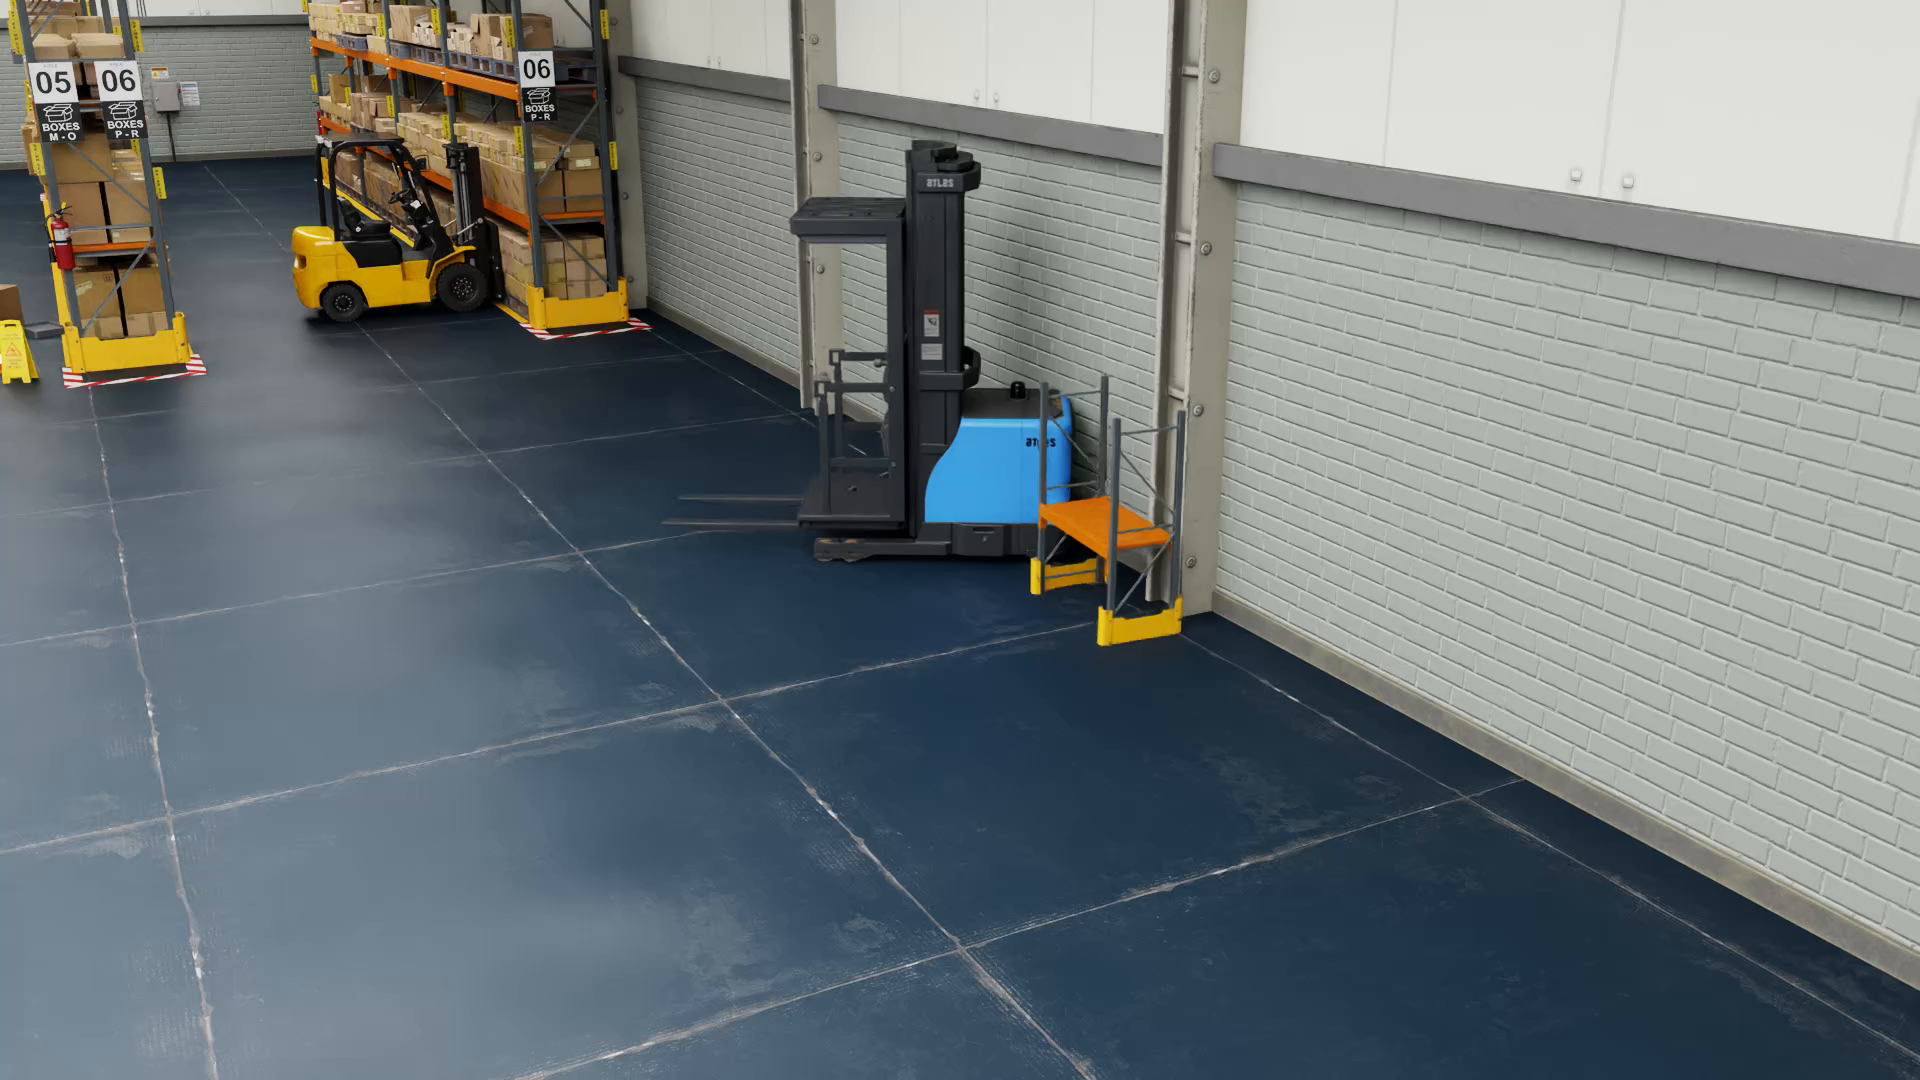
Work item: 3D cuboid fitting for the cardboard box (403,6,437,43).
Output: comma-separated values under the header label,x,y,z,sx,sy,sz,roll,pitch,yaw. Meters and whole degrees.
label,x,y,z,sx,sy,sz,roll,pitch,yaw
cardboard box,-7.845,-7.554,24.375,0.500,0.500,0.500,-9,21,-25

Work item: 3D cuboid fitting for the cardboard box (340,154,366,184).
label,x,y,z,sx,sy,sz,roll,pitch,yaw
cardboard box,-11.514,-7.085,31.754,0.500,0.500,0.500,-10,21,-26

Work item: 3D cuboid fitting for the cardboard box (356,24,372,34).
label,x,y,z,sx,sy,sz,roll,pitch,yaw
cardboard box,-9.812,-8.489,27.625,0.380,0.149,0.250,-9,21,-25

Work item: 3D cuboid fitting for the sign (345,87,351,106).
label,x,y,z,sx,sy,sz,roll,pitch,yaw
sign,-10.831,-7.852,29.461,0.100,0.325,0.005,-10,21,-27

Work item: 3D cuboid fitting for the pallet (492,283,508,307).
label,x,y,z,sx,sy,sz,roll,pitch,yaw
pallet,-5.634,-3.329,21.955,1.003,0.211,1.213,-10,21,-27

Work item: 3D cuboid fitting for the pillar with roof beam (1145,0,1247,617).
label,x,y,z,sx,sy,sz,roll,pitch,yaw
pillar with roof beam,-2.286,-3.148,7.959,9.100,9.000,0.400,-10,21,-27

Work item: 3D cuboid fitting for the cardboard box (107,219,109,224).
label,x,y,z,sx,sy,sz,roll,pitch,yaw
cardboard box,-9.602,-3.700,19.140,0.380,0.149,0.250,-9,21,-25

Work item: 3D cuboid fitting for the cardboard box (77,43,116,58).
label,x,y,z,sx,sy,sz,roll,pitch,yaw
cardboard box,-9.148,-5.194,17.649,0.380,0.149,0.250,-10,21,-27

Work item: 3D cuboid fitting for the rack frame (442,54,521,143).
label,x,y,z,sx,sy,sz,roll,pitch,yaw
rack frame,-6.558,-5.232,23.197,1.000,3.000,0.127,-10,21,-27

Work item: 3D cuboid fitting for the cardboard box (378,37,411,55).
label,x,y,z,sx,sy,sz,roll,pitch,yaw
cardboard box,-8.915,-7.838,26.378,0.500,0.250,0.500,-11,22,-28

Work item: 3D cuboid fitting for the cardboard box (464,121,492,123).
label,x,y,z,sx,sy,sz,roll,pitch,yaw
cardboard box,-7.095,-6.095,24.548,0.380,0.149,0.250,-10,21,-27

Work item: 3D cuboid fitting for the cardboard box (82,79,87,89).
label,x,y,z,sx,sy,sz,roll,pitch,yaw
cardboard box,-9.856,-5.260,19.063,0.380,0.149,0.250,-10,22,-27

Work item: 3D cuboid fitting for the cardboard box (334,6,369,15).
label,x,y,z,sx,sy,sz,roll,pitch,yaw
cardboard box,-10.808,-9.361,29.569,0.500,0.250,0.500,-10,21,-27

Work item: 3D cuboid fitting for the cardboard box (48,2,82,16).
label,x,y,z,sx,sy,sz,roll,pitch,yaw
cardboard box,-14.818,-8.671,27.614,0.500,0.500,0.500,-10,21,-26

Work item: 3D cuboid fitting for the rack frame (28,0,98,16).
label,x,y,z,sx,sy,sz,roll,pitch,yaw
rack frame,-12.824,-8.447,23.315,1.000,3.000,0.127,-10,21,-27

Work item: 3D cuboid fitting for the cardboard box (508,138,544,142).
label,x,y,z,sx,sy,sz,roll,pitch,yaw
cardboard box,-5.359,-4.869,20.539,0.380,0.149,0.250,-10,21,-26

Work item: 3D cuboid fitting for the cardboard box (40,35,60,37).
label,x,y,z,sx,sy,sz,roll,pitch,yaw
cardboard box,-10.796,-5.850,19.552,0.380,0.149,0.250,-11,22,-28

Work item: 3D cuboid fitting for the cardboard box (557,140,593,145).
label,x,y,z,sx,sy,sz,roll,pitch,yaw
cardboard box,-4.701,-4.794,20.323,0.380,0.149,0.250,-9,21,-25

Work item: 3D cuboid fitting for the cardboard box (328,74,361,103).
label,x,y,z,sx,sy,sz,roll,pitch,yaw
cardboard box,-11.565,-8.499,31.287,0.500,0.500,0.500,-9,21,-25

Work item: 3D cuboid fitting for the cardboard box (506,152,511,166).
label,x,y,z,sx,sy,sz,roll,pitch,yaw
cardboard box,-5.394,-4.720,20.563,0.380,0.149,0.250,-10,21,-27

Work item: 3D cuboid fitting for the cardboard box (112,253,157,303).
label,x,y,z,sx,sy,sz,roll,pitch,yaw
cardboard box,-9.429,-2.998,19.143,0.500,0.500,0.500,-11,22,-29

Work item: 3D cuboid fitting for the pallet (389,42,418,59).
label,x,y,z,sx,sy,sz,roll,pitch,yaw
pallet,-8.056,-7.528,25.541,1.213,0.211,1.003,-9,21,-24

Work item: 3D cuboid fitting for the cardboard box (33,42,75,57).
label,x,y,z,sx,sy,sz,roll,pitch,yaw
cardboard box,-9.747,-5.273,17.878,0.380,0.149,0.250,-10,21,-26

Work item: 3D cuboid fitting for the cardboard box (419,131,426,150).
label,x,y,z,sx,sy,sz,roll,pitch,yaw
cardboard box,-7.727,-5.941,24.714,0.500,0.250,0.500,-10,21,-26

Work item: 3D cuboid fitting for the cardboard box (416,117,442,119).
label,x,y,z,sx,sy,sz,roll,pitch,yaw
cardboard box,-8.012,-6.311,25.174,0.380,0.149,0.250,-10,21,-26

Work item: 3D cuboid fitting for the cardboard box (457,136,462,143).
label,x,y,z,sx,sy,sz,roll,pitch,yaw
cardboard box,-6.638,-5.454,22.691,0.380,0.149,0.250,-10,22,-28

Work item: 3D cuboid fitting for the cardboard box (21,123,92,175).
label,x,y,z,sx,sy,sz,roll,pitch,yaw
cardboard box,-10.026,-4.365,18.539,0.700,0.500,0.500,-10,22,-27

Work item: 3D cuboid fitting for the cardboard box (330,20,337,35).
label,x,y,z,sx,sy,sz,roll,pitch,yaw
cardboard box,-11.062,-9.264,30.055,0.500,0.250,0.500,-11,22,-28

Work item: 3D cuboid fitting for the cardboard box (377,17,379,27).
label,x,y,z,sx,sy,sz,roll,pitch,yaw
cardboard box,-9.084,-8.270,26.564,0.380,0.149,0.250,-11,22,-28

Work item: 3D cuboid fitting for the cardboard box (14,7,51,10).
label,x,y,z,sx,sy,sz,roll,pitch,yaw
cardboard box,-14.560,-8.125,26.183,0.500,0.500,0.500,-10,22,-28

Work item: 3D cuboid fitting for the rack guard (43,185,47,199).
label,x,y,z,sx,sy,sz,roll,pitch,yaw
rack guard,-16.634,-6.733,31.376,1.175,0.500,0.348,-10,21,-27

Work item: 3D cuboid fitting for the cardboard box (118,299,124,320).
label,x,y,z,sx,sy,sz,roll,pitch,yaw
cardboard box,-9.671,-2.790,19.689,0.500,0.250,0.500,-8,21,-23

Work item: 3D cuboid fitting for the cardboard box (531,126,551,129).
label,x,y,z,sx,sy,sz,roll,pitch,yaw
cardboard box,-5.641,-5.390,22.050,0.380,0.149,0.250,-10,22,-28

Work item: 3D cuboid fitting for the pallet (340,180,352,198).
label,x,y,z,sx,sy,sz,roll,pitch,yaw
pallet,-11.265,-6.759,31.895,1.003,0.211,1.213,-10,21,-27

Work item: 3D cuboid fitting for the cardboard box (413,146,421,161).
label,x,y,z,sx,sy,sz,roll,pitch,yaw
cardboard box,-7.976,-5.853,25.224,0.500,0.250,0.500,-11,22,-28

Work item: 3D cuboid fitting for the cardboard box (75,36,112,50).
label,x,y,z,sx,sy,sz,roll,pitch,yaw
cardboard box,-10.074,-5.785,19.362,0.380,0.149,0.250,-10,22,-28

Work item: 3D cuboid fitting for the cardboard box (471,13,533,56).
label,x,y,z,sx,sy,sz,roll,pitch,yaw
cardboard box,-5.726,-6.369,20.938,0.797,0.503,0.637,-9,21,-25

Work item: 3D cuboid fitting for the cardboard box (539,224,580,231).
label,x,y,z,sx,sy,sz,roll,pitch,yaw
cardboard box,-5.189,-3.911,21.406,0.500,0.250,0.500,-10,21,-27

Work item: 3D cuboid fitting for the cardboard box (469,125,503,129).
label,x,y,z,sx,sy,sz,roll,pitch,yaw
cardboard box,-6.335,-5.457,22.243,0.380,0.149,0.250,-10,22,-28

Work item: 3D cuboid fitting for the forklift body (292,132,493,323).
label,x,y,z,sx,sy,sz,roll,pitch,yaw
forklift body,-7.164,-3.945,20.766,2.313,2.155,1.214,-10,21,-27

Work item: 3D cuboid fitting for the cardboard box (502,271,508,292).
label,x,y,z,sx,sy,sz,roll,pitch,yaw
cardboard box,-5.617,-3.358,21.336,0.500,0.250,0.500,-10,21,-26

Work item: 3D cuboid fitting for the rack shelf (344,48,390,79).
label,x,y,z,sx,sy,sz,roll,pitch,yaw
rack shelf,-9.407,-8.033,27.816,1.077,0.370,4.000,-10,21,-27

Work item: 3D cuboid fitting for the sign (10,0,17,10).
label,x,y,z,sx,sy,sz,roll,pitch,yaw
sign,-17.114,-9.692,30.060,0.100,0.325,0.005,-10,21,-27

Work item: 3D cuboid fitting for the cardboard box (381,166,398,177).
label,x,y,z,sx,sy,sz,roll,pitch,yaw
cardboard box,-9.745,-6.343,28.609,0.380,0.149,0.250,-9,21,-25

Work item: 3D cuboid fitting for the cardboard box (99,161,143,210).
label,x,y,z,sx,sy,sz,roll,pitch,yaw
cardboard box,-9.746,-4.120,19.364,0.500,0.500,0.500,-10,22,-28

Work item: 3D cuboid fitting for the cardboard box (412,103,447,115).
label,x,y,z,sx,sy,sz,roll,pitch,yaw
cardboard box,-8.564,-6.799,26.938,0.500,0.500,0.500,-9,21,-24

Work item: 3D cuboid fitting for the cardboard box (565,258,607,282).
label,x,y,z,sx,sy,sz,roll,pitch,yaw
cardboard box,-4.699,-3.386,20.652,0.500,0.250,0.500,-10,21,-26

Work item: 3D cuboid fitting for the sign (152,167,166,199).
label,x,y,z,sx,sy,sz,roll,pitch,yaw
sign,-8.548,-3.808,17.740,0.100,0.325,0.005,-10,21,-27

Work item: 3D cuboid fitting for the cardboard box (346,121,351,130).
label,x,y,z,sx,sy,sz,roll,pitch,yaw
cardboard box,-11.018,-7.605,30.457,0.380,0.149,0.250,-9,21,-25

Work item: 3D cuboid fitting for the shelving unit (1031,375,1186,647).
label,x,y,z,sx,sy,sz,roll,pitch,yaw
shelving unit,0.968,-0.222,10.976,0.587,1.500,1.083,-8,21,-22

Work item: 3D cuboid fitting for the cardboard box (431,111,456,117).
label,x,y,z,sx,sy,sz,roll,pitch,yaw
cardboard box,-8.125,-6.673,26.222,0.380,0.149,0.250,-9,21,-25

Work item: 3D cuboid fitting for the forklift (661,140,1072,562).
label,x,y,z,sx,sy,sz,roll,pitch,yaw
forklift,-0.689,-1.393,12.175,3.031,2.935,1.130,1,19,2

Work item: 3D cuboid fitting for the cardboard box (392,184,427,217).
label,x,y,z,sx,sy,sz,roll,pitch,yaw
cardboard box,-9.076,-5.631,27.540,0.500,0.500,0.500,-10,22,-27
